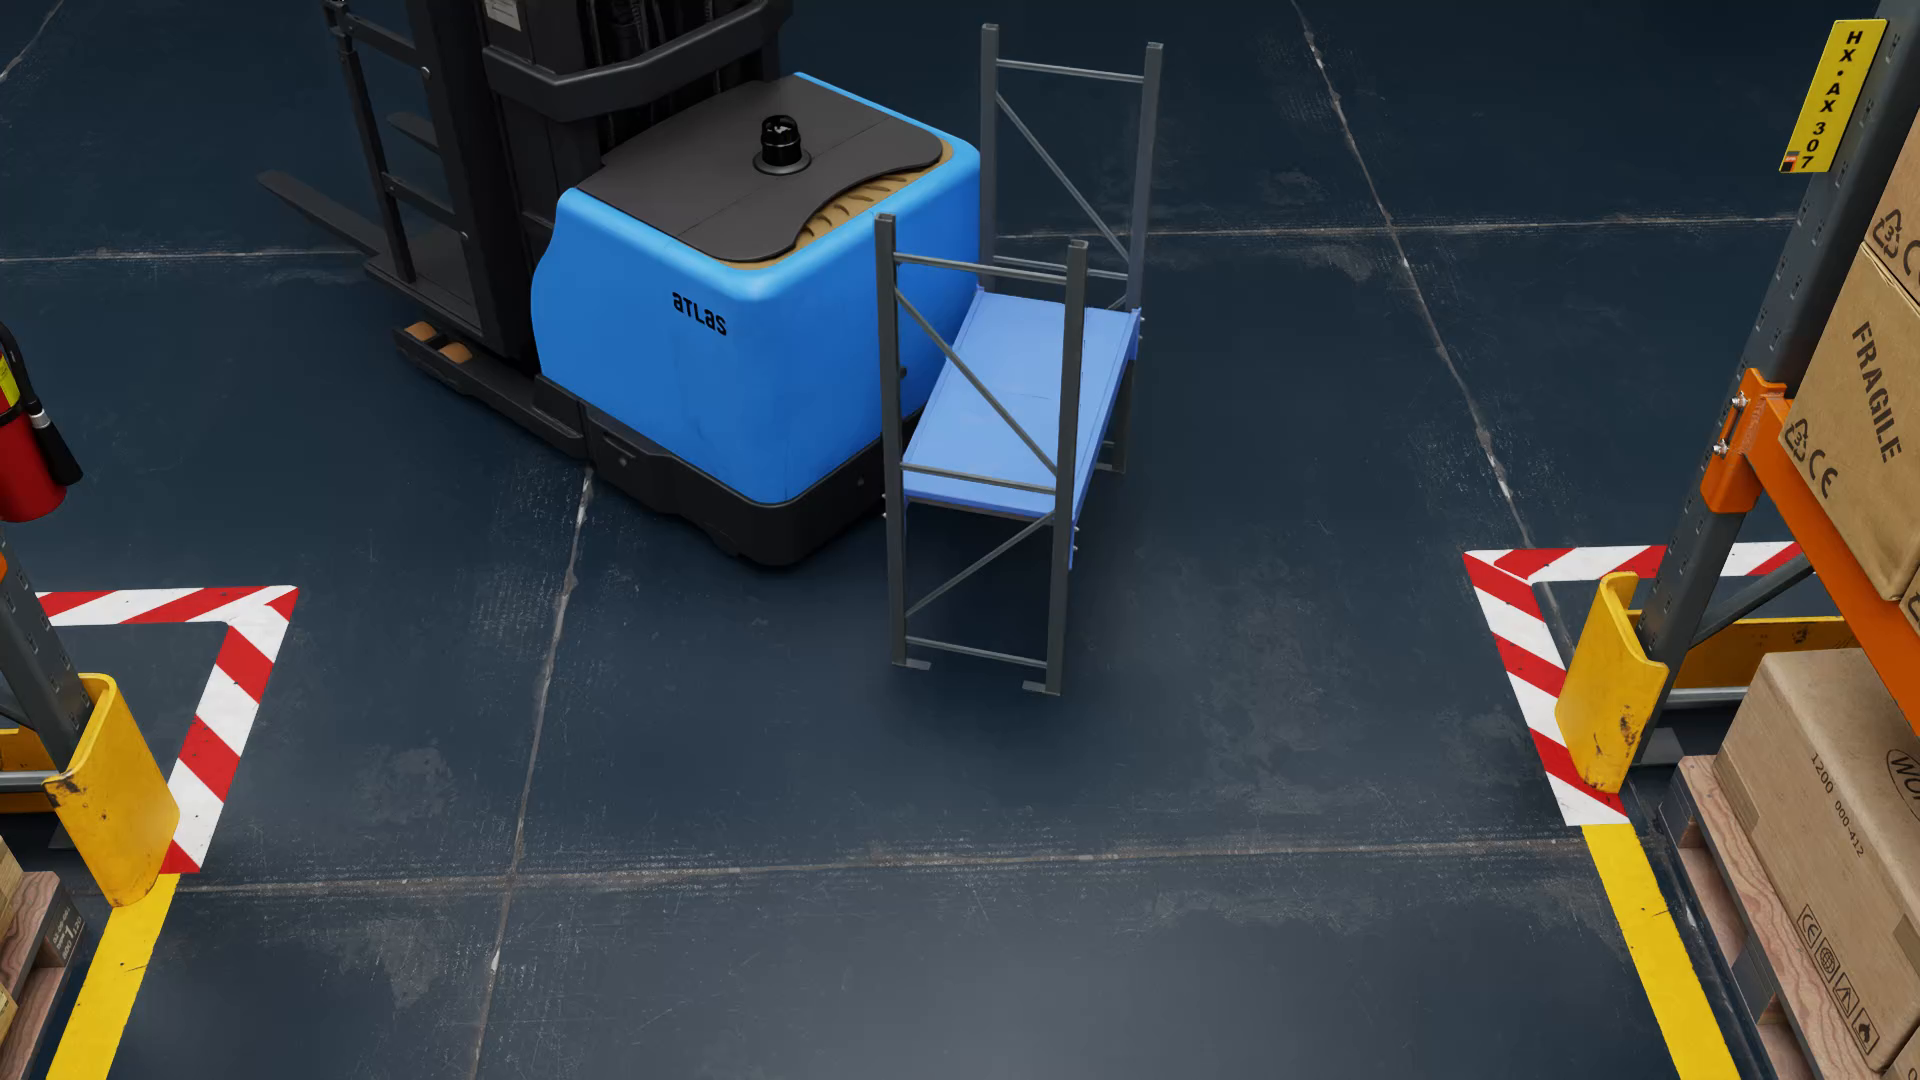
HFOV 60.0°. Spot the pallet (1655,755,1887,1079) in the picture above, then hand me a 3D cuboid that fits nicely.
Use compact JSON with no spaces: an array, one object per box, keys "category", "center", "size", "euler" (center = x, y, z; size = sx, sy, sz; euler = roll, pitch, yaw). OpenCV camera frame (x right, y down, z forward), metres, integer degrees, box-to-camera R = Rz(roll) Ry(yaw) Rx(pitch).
[{"category":"pallet","center":[2.386,1.031,3.969],"size":[1.003,0.211,1.213],"euler":[-2,43,-2]}]

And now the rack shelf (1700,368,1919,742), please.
[{"category":"rack shelf","center":[2.359,1.081,2.384],"size":[1.077,0.370,4.000],"euler":[-2,43,-2]}]

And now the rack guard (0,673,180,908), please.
[{"category":"rack guard","center":[-2.664,0.648,4.173],"size":[1.175,0.500,0.348],"euler":[-2,43,-2]}]

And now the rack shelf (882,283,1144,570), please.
[{"category":"rack shelf","center":[0.176,-0.355,4.794],"size":[0.538,0.185,1.000],"euler":[10,43,11]}]

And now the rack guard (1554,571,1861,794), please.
[{"category":"rack guard","center":[2.273,0.370,4.476],"size":[1.175,0.500,0.348],"euler":[-2,43,-2]}]

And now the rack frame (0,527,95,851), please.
[{"category":"rack frame","center":[-2.667,-0.325,3.384],"size":[1.000,3.000,0.127],"euler":[-2,43,-2]}]

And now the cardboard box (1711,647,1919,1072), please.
[{"category":"cardboard box","center":[2.402,0.698,3.854],"size":[0.875,0.438,0.875],"euler":[-3,43,-3]}]

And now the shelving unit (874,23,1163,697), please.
[{"category":"shelving unit","center":[0.176,-0.488,4.672],"size":[0.538,1.500,1.048],"euler":[10,43,11]}]

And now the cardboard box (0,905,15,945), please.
[{"category":"cardboard box","center":[-2.436,0.921,3.824],"size":[0.380,0.149,0.250],"euler":[-1,43,-1]}]

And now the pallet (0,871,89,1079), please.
[{"category":"pallet","center":[-2.665,1.304,3.671],"size":[1.003,0.211,1.213],"euler":[-2,43,-2]}]

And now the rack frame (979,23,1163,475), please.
[{"category":"rack frame","center":[0.304,-0.820,5.035],"size":[0.500,1.500,0.032],"euler":[10,43,11]}]

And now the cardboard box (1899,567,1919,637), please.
[{"category":"cardboard box","center":[2.057,0.101,2.846],"size":[0.500,0.500,0.500],"euler":[-2,43,-2]}]

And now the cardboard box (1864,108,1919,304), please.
[{"category":"cardboard box","center":[2.010,-0.608,2.879],"size":[0.500,0.500,0.500],"euler":[-3,43,-3]}]

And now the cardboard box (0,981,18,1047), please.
[{"category":"cardboard box","center":[-2.324,1.092,3.638],"size":[0.380,0.149,0.250],"euler":[0,43,0]}]

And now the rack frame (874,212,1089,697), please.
[{"category":"rack frame","center":[0.047,-0.156,4.310],"size":[0.500,1.500,0.032],"euler":[10,43,11]}]

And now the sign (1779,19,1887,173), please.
[{"category":"sign","center":[1.719,-0.871,3.281],"size":[0.100,0.325,0.005],"euler":[-2,43,-2]}]

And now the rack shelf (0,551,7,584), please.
[{"category":"rack shelf","center":[-2.582,1.291,2.154],"size":[1.077,0.370,4.000],"euler":[-2,43,-2]}]

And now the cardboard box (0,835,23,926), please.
[{"category":"cardboard box","center":[-2.360,0.810,3.725],"size":[0.380,0.149,0.250],"euler":[-3,43,-3]}]

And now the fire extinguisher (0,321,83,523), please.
[{"category":"fire extinguisher","center":[-2.217,-0.342,3.736],"size":[0.296,0.674,0.183],"euler":[-2,43,-2]}]

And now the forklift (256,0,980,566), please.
[{"category":"forklift","center":[-1.368,-1.847,5.096],"size":[3.031,2.935,1.130],"euler":[30,50,28]}]

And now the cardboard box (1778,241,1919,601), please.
[{"category":"cardboard box","center":[2.008,-0.239,3.217],"size":[0.500,0.500,0.500],"euler":[-2,43,-2]}]

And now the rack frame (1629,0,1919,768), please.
[{"category":"rack frame","center":[2.274,-0.535,3.614],"size":[1.000,3.000,0.127],"euler":[-2,43,-2]}]
